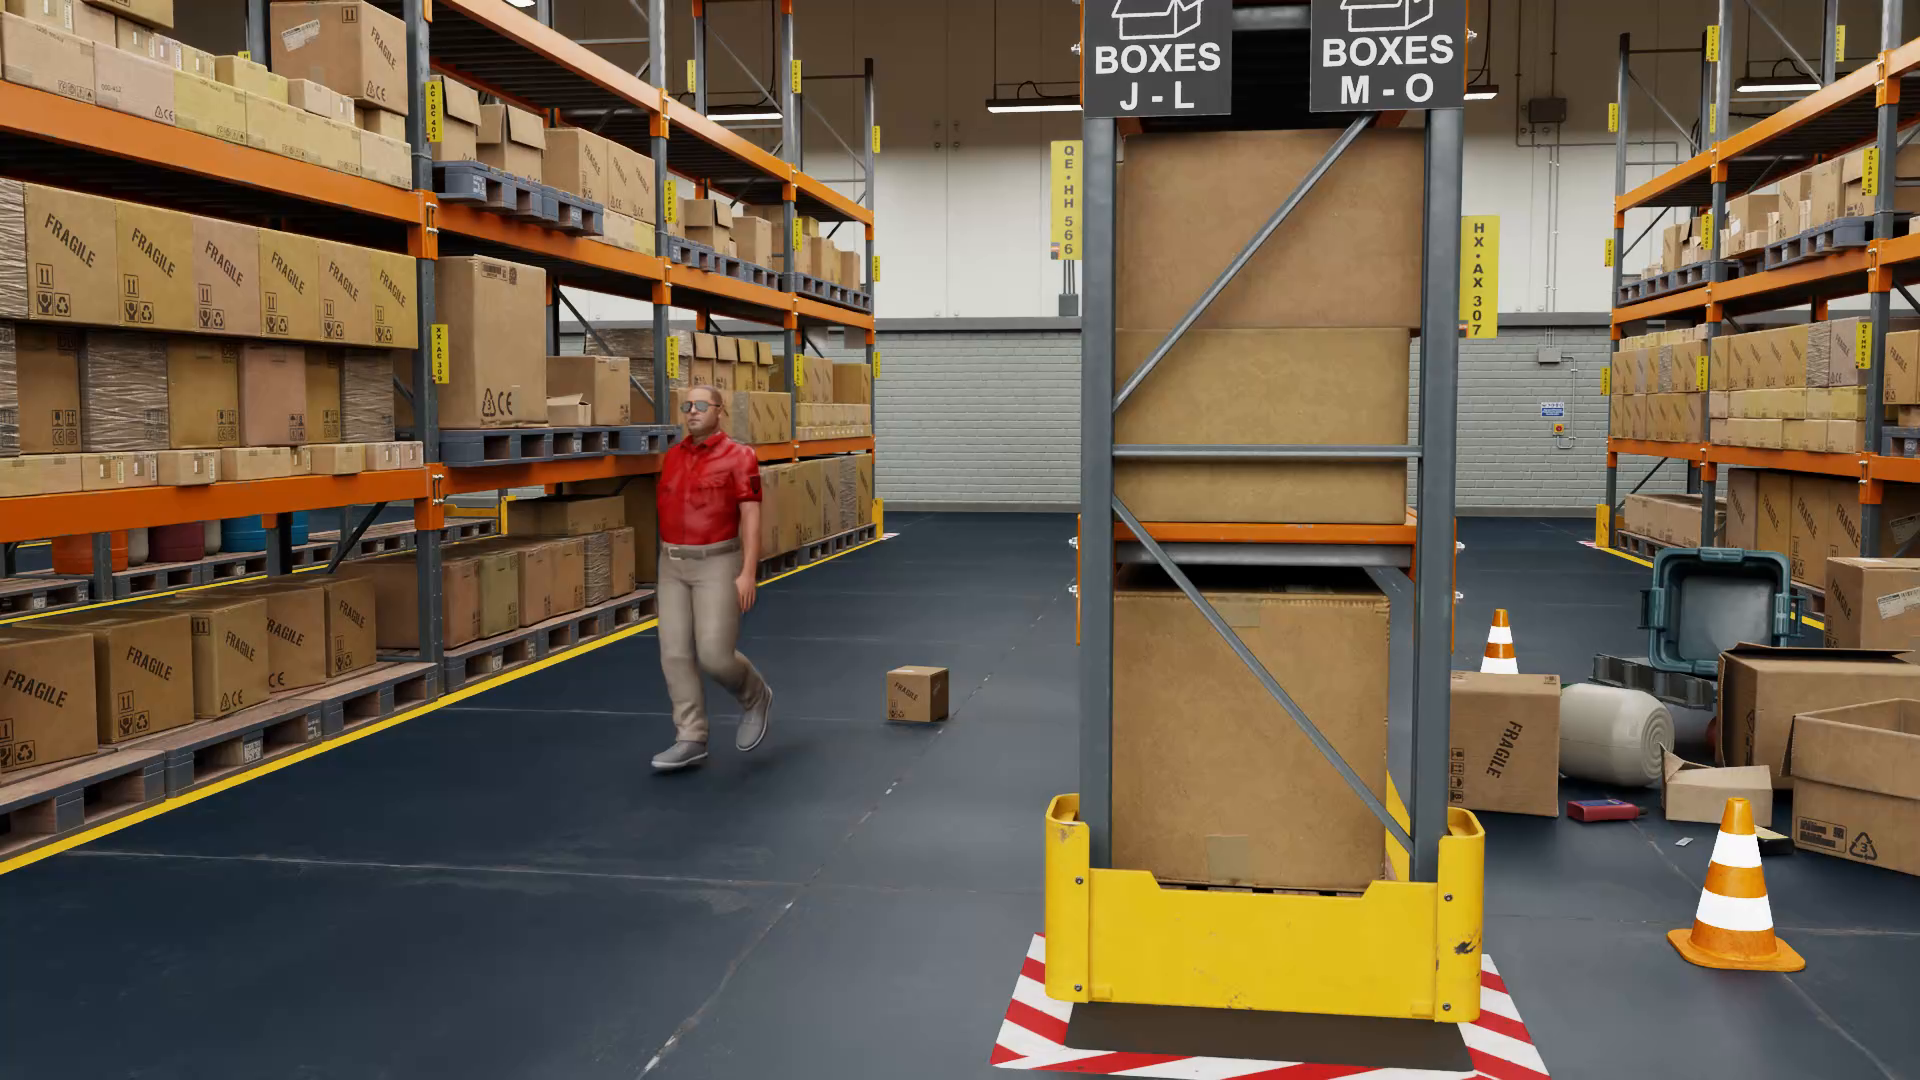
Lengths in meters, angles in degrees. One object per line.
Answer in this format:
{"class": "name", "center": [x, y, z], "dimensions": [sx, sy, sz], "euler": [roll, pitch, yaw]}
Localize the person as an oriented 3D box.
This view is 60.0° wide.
{"class": "person", "center": [-1.138, 0.151, 7.550], "dimensions": [0.539, 1.709, 0.626], "euler": [2, 5, 27]}
